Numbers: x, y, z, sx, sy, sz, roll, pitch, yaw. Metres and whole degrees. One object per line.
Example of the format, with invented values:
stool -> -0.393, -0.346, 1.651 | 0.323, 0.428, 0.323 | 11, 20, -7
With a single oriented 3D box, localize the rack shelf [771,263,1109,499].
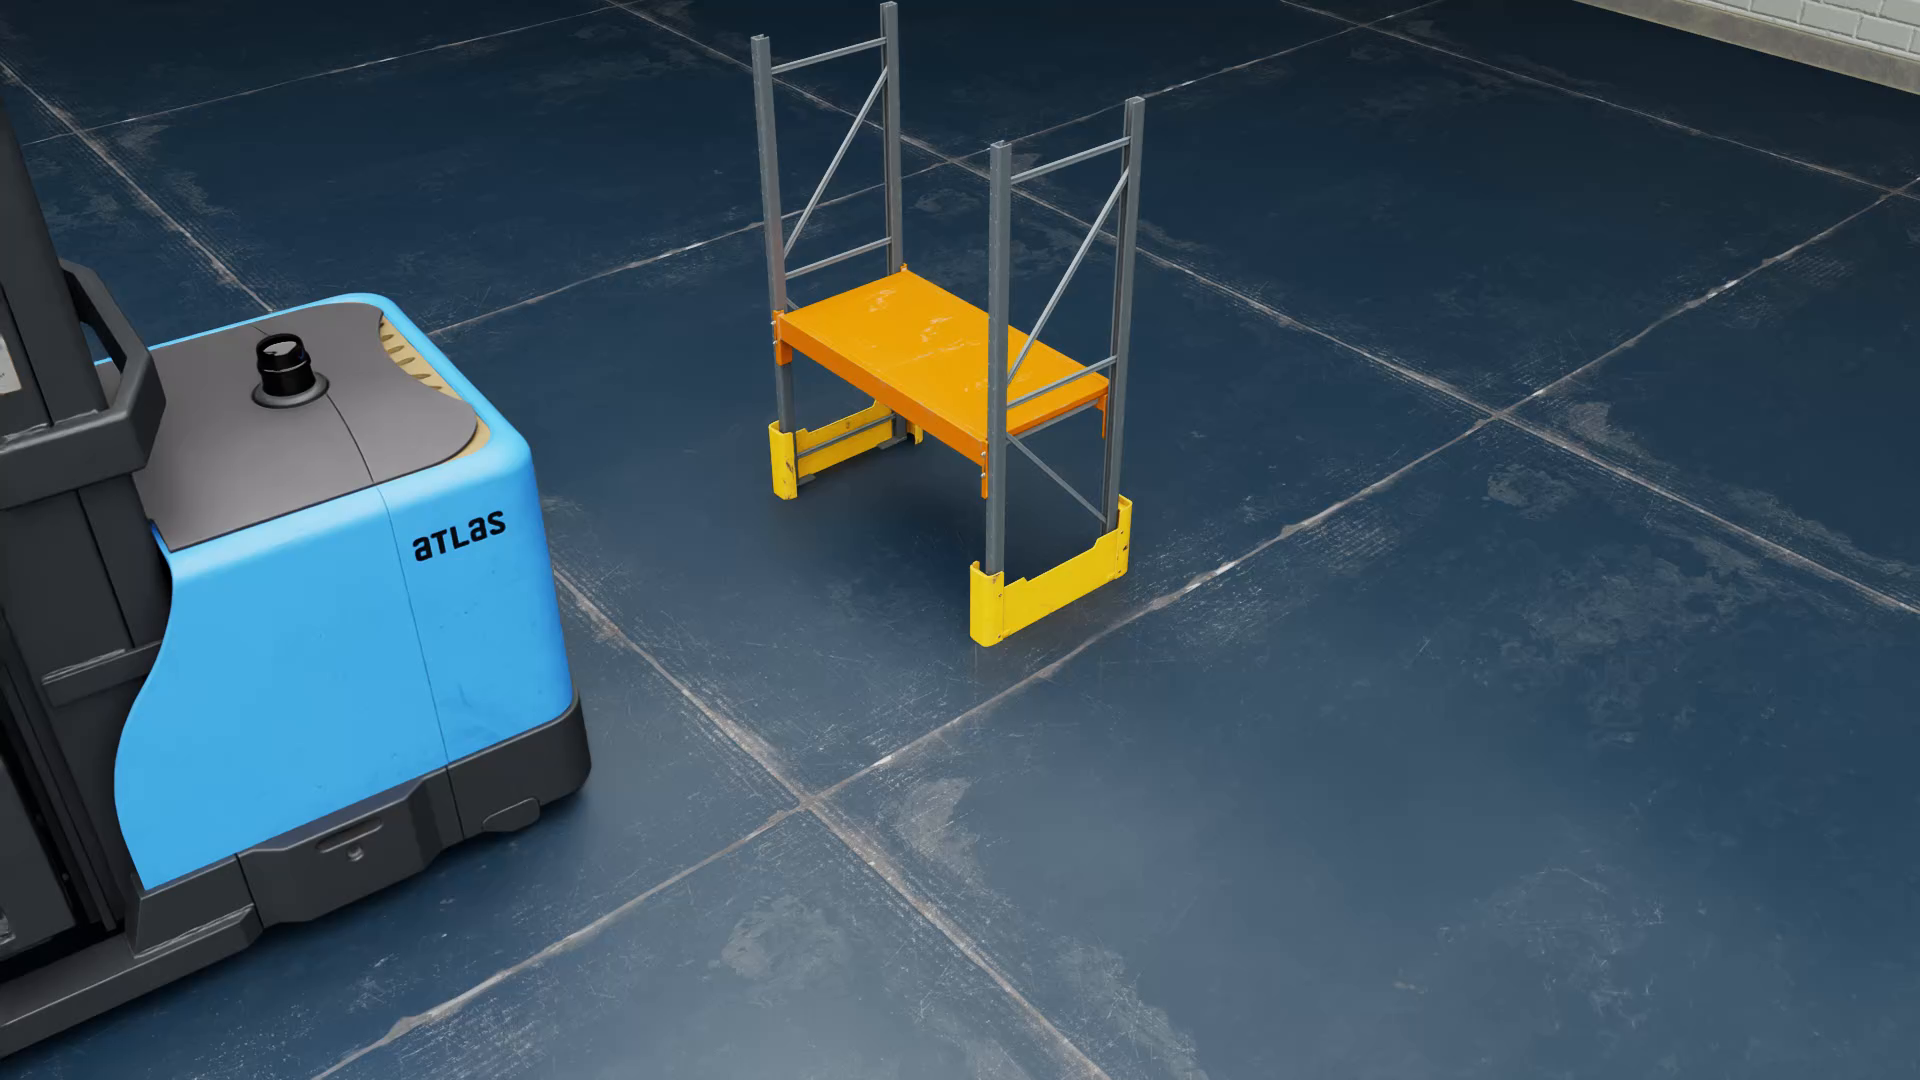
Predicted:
rack shelf -> -0.055, -0.503, 4.974 | 0.538, 0.185, 1.000 | -26, 43, -32

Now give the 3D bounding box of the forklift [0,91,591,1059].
forklift -> -2.444, -0.262, 3.084 | 3.031, 2.935, 1.130 | -23, 41, -29

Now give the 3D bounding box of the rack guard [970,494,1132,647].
rack guard -> 0.272, 0.084, 4.915 | 0.587, 0.250, 0.087 | -26, 43, -32

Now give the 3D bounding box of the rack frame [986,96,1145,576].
rack frame -> 0.273, -0.425, 4.553 | 0.500, 1.500, 0.032 | -26, 43, -32

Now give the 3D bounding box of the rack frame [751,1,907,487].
rack frame -> -0.383, -0.874, 5.187 | 0.500, 1.500, 0.032 | -26, 43, -32

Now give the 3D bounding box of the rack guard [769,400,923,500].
rack guard -> -0.371, -0.356, 5.536 | 0.587, 0.250, 0.087 | -26, 43, -32

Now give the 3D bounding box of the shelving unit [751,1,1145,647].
shelving unit -> -0.049, -0.646, 4.864 | 0.587, 1.500, 1.083 | -26, 43, -32
